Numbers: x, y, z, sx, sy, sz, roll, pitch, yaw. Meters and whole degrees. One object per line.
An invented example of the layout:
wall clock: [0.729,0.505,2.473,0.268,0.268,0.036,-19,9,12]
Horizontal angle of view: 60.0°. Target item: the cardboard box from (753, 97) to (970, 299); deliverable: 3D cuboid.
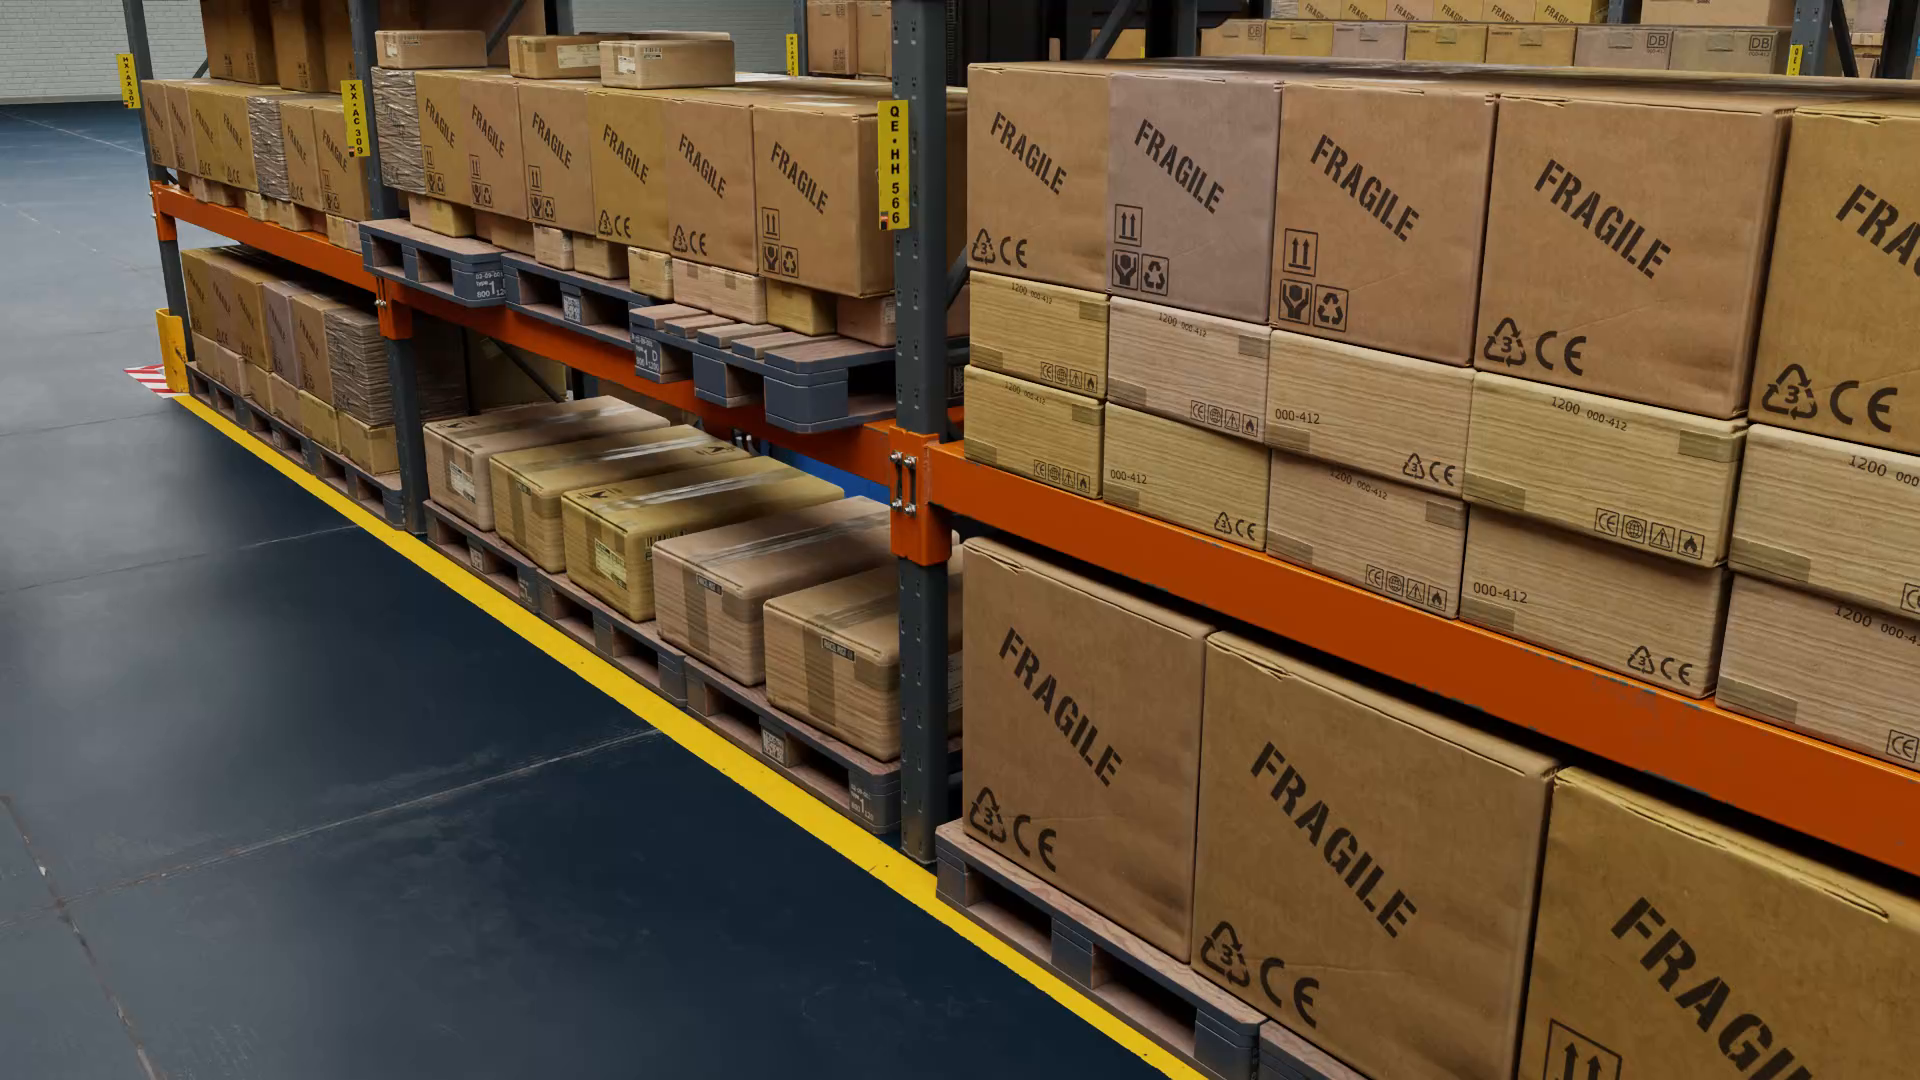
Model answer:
cardboard box: [-0.249,-1.009,4.838,0.500,0.500,0.500,-15,23,-38]

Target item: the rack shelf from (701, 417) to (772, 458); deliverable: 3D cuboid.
rack shelf: [-1.002,-0.469,7.508,0.215,0.259,0.240,-16,12,-35]

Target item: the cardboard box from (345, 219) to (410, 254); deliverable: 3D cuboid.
cardboard box: [-2.671,-1.449,7.867,0.380,0.149,0.250,-14,23,-37]

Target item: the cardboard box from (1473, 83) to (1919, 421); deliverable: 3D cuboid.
cardboard box: [1.301,-0.540,2.973,0.500,0.500,0.500,-14,23,-35]

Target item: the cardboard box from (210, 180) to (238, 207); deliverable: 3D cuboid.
cardboard box: [-4.090,-2.022,9.596,0.380,0.149,0.250,-13,22,-35]

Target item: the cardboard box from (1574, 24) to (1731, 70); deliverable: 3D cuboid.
cardboard box: [3.483,-2.313,8.327,0.700,0.500,0.500,-14,23,-37]

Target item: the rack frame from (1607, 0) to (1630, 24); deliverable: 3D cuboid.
rack frame: [5.536,-3.483,13.610,1.000,3.000,0.127,-14,23,-36]

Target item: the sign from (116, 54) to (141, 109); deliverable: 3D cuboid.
sign: [-5.141,-2.840,10.289,0.100,0.325,0.005,-14,23,-36]

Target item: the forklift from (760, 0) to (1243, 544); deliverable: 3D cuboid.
forklift: [0.606,-1.436,7.536,3.031,2.935,1.130,-4,19,-12]

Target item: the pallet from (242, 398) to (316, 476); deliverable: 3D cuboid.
pallet: [-3.439,-0.685,9.594,1.003,0.211,1.213,-14,23,-36]

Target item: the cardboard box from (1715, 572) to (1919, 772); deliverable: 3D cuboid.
cardboard box: [1.645,0.178,2.790,0.500,0.250,0.500,-15,23,-38]

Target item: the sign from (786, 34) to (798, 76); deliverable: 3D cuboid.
sign: [-1.337,-3.867,13.267,0.100,0.325,0.005,-14,23,-36]

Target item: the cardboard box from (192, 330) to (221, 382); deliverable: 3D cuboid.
cardboard box: [-4.432,-1.176,10.348,0.500,0.250,0.500,-14,23,-37]

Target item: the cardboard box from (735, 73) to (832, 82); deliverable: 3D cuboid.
cardboard box: [-0.815,-1.489,6.286,0.500,0.500,0.500,-15,24,-38]

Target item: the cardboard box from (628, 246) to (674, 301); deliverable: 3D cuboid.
cardboard box: [-0.883,-0.912,5.577,0.380,0.149,0.250,-13,23,-35]

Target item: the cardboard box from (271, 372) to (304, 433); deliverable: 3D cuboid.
cardboard box: [-3.461,-0.792,9.188,0.500,0.250,0.500,-14,23,-35]

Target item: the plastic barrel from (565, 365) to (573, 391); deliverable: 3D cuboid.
plastic barrel: [-2.247,-1.098,10.505,0.512,0.421,0.421,1,18,2]

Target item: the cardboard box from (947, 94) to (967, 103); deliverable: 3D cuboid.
cardboard box: [0.153,-1.107,5.135,0.500,0.500,0.500,-15,23,-38]

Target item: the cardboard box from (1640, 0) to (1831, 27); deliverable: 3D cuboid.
cardboard box: [5.920,-3.744,12.776,1.000,1.000,1.000,-14,23,-36]

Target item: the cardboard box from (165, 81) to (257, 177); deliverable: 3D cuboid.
cardboard box: [-4.315,-2.425,9.783,0.500,0.500,0.500,-13,22,-34]

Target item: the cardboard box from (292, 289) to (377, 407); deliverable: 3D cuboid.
cardboard box: [-3.127,-1.017,8.676,0.500,0.500,0.500,-13,23,-35]

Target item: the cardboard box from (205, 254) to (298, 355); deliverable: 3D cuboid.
cardboard box: [-4.088,-1.398,9.826,0.500,0.500,0.500,-15,24,-38]

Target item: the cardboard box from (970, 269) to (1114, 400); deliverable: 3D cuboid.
cardboard box: [0.372,-0.556,4.214,0.500,0.250,0.500,-14,23,-36]

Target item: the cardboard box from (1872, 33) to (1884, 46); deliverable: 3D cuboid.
cardboard box: [11.697,-6.301,20.929,0.380,0.149,0.250,-14,23,-37]

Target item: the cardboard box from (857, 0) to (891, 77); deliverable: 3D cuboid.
cardboard box: [-0.284,-3.893,12.891,0.875,0.550,0.550,-14,23,-36]

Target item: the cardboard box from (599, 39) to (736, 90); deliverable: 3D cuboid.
cardboard box: [-0.986,-1.607,5.613,0.380,0.149,0.250,-15,24,-39]

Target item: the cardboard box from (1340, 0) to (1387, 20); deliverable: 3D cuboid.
cardboard box: [3.797,-4.696,15.049,0.500,0.500,0.500,-14,23,-36]

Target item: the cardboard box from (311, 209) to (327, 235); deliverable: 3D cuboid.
cardboard box: [-3.075,-1.653,8.483,0.380,0.149,0.250,-14,23,-37]

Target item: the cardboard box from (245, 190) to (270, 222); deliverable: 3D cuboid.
cardboard box: [-3.628,-1.824,9.000,0.380,0.149,0.250,-14,23,-36]

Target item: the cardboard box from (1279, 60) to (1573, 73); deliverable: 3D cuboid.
cardboard box: [1.102,-0.884,4.011,0.500,0.500,0.500,-13,23,-35]

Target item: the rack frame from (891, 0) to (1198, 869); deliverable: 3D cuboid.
rack frame: [0.251,-0.563,4.792,1.000,3.000,0.127,-14,23,-36]

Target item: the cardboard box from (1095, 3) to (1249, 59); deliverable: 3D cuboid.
cardboard box: [1.383,-3.221,10.863,0.875,0.550,0.550,-14,23,-36]

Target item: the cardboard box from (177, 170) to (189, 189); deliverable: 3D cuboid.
cardboard box: [-4.667,-2.291,10.410,0.380,0.149,0.250,-14,23,-36]

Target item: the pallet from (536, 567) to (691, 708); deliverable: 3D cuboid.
pallet: [-0.986,0.267,6.720,1.003,0.211,1.213,-14,23,-36]

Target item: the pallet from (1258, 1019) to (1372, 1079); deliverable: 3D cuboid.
pallet: [1.435,1.270,3.692,1.003,0.211,1.213,-14,23,-36]

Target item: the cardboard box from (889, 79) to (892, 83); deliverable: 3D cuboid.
cardboard box: [-0.024,-3.220,12.578,0.875,0.550,0.550,-14,23,-36]

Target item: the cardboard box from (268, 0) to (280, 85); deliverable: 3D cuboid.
cardboard box: [-3.522,-2.883,9.574,0.700,0.500,0.500,-14,23,-37]

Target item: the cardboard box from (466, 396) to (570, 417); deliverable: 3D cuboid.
cardboard box: [-2.387,-0.641,8.733,0.500,0.250,0.500,-15,24,-39]

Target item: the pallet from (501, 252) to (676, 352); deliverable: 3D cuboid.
pallet: [-1.010,-0.952,6.271,1.003,0.211,1.213,-14,23,-36]

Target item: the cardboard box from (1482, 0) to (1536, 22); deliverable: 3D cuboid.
cardboard box: [4.730,-4.327,13.934,0.500,0.500,0.500,-14,23,-36]

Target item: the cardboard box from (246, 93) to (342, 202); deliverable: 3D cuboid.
cardboard box: [-3.354,-2.051,8.653,0.500,0.500,0.500,-13,22,-35]

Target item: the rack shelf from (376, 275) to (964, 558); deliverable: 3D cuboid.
rack shelf: [-0.990,-0.715,6.393,1.077,0.370,4.000,-14,23,-36]

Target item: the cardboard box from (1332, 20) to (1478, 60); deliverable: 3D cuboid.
cardboard box: [2.533,-2.690,9.465,0.700,0.500,0.500,-14,23,-36]

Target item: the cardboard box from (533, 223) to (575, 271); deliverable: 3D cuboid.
cardboard box: [-1.349,-1.105,6.158,0.380,0.149,0.250,-13,22,-34]

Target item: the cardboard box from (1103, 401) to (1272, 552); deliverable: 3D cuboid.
cardboard box: [0.691,-0.199,3.931,0.500,0.250,0.500,-15,23,-38]

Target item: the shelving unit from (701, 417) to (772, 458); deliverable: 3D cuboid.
shelving unit: [-1.003,-0.480,7.506,0.215,1.050,0.252,-16,12,-35]

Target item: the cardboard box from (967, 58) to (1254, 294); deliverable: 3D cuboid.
cardboard box: [0.366,-0.916,4.108,0.500,0.500,0.500,-15,23,-38]

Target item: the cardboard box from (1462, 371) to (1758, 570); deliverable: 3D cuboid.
cardboard box: [1.297,-0.176,3.066,0.500,0.250,0.500,-13,23,-35]

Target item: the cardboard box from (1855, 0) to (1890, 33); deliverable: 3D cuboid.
cardboard box: [11.778,-6.681,21.046,0.700,0.500,0.500,-14,23,-36]

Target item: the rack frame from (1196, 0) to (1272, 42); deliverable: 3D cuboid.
rack frame: [1.585,-2.540,10.761,1.000,3.000,0.127,-14,23,-36]

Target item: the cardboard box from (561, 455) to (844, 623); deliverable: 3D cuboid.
cardboard box: [-1.022,-0.025,6.677,0.950,0.372,0.625,-13,22,-34]

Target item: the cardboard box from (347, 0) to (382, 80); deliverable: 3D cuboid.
cardboard box: [-2.635,-2.493,8.397,0.700,0.500,0.500,-14,23,-36]

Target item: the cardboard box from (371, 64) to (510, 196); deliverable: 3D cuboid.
cardboard box: [-2.166,-1.766,7.122,0.500,0.500,0.500,-13,23,-35]

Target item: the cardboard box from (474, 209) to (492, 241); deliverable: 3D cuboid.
cardboard box: [-1.753,-1.313,6.788,0.380,0.149,0.250,-12,22,-33]

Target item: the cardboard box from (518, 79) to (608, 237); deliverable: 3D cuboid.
cardboard box: [-1.231,-1.393,5.998,0.500,0.500,0.500,-15,24,-38]

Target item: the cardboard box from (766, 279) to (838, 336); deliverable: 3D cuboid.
cardboard box: [-0.360,-0.730,5.027,0.380,0.149,0.250,-14,23,-35]

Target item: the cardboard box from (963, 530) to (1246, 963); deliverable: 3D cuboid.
cardboard box: [0.615,0.432,4.497,0.875,0.875,0.875,-14,23,-37]
